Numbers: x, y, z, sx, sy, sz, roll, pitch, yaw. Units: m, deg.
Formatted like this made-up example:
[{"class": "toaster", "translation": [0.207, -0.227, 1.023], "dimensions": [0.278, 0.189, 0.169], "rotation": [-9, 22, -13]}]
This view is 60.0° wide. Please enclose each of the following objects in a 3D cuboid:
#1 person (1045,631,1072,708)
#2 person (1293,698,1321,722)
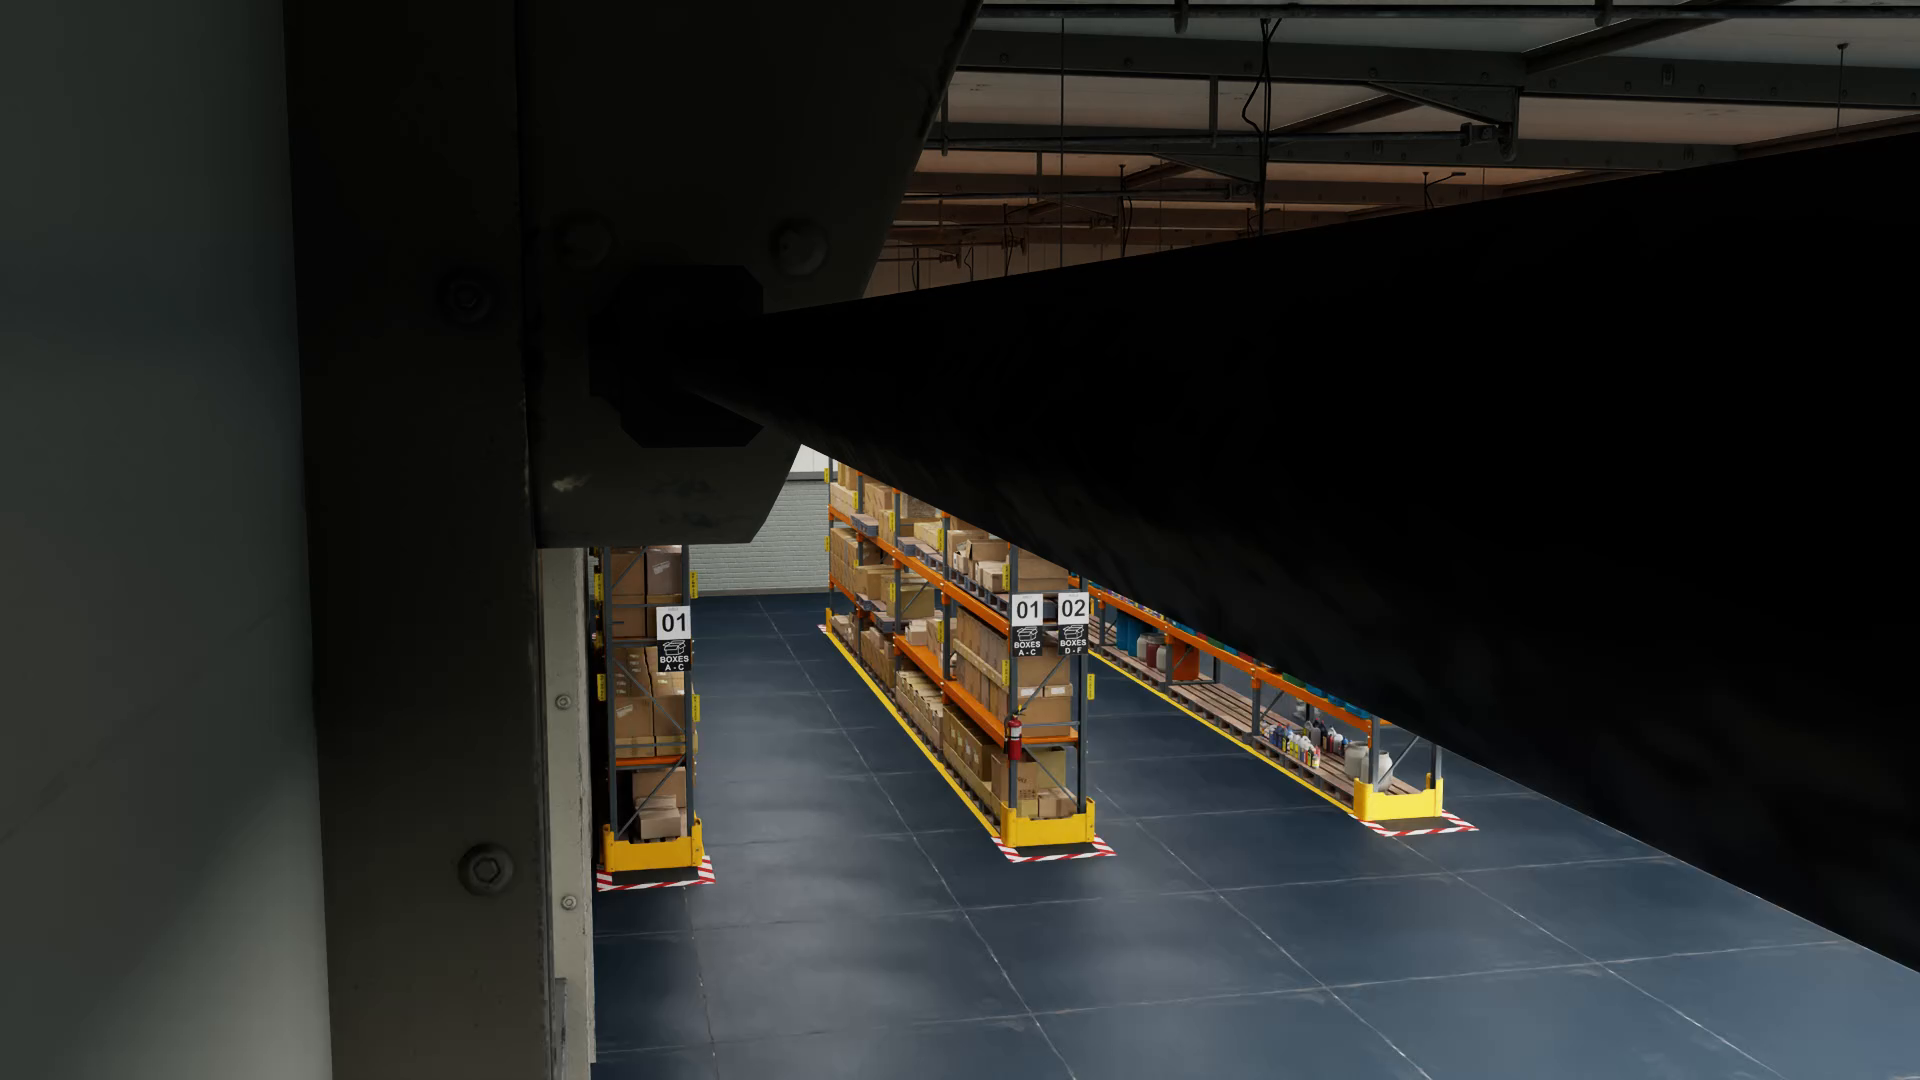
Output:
[{"class": "person", "translation": [1.678, 2.005, 29.039], "dimensions": [0.631, 1.738, 0.947], "rotation": [-1, 7, -10]}, {"class": "person", "translation": [5.870, 2.130, 28.038], "dimensions": [0.568, 1.816, 0.420], "rotation": [5, 8, 35]}]
